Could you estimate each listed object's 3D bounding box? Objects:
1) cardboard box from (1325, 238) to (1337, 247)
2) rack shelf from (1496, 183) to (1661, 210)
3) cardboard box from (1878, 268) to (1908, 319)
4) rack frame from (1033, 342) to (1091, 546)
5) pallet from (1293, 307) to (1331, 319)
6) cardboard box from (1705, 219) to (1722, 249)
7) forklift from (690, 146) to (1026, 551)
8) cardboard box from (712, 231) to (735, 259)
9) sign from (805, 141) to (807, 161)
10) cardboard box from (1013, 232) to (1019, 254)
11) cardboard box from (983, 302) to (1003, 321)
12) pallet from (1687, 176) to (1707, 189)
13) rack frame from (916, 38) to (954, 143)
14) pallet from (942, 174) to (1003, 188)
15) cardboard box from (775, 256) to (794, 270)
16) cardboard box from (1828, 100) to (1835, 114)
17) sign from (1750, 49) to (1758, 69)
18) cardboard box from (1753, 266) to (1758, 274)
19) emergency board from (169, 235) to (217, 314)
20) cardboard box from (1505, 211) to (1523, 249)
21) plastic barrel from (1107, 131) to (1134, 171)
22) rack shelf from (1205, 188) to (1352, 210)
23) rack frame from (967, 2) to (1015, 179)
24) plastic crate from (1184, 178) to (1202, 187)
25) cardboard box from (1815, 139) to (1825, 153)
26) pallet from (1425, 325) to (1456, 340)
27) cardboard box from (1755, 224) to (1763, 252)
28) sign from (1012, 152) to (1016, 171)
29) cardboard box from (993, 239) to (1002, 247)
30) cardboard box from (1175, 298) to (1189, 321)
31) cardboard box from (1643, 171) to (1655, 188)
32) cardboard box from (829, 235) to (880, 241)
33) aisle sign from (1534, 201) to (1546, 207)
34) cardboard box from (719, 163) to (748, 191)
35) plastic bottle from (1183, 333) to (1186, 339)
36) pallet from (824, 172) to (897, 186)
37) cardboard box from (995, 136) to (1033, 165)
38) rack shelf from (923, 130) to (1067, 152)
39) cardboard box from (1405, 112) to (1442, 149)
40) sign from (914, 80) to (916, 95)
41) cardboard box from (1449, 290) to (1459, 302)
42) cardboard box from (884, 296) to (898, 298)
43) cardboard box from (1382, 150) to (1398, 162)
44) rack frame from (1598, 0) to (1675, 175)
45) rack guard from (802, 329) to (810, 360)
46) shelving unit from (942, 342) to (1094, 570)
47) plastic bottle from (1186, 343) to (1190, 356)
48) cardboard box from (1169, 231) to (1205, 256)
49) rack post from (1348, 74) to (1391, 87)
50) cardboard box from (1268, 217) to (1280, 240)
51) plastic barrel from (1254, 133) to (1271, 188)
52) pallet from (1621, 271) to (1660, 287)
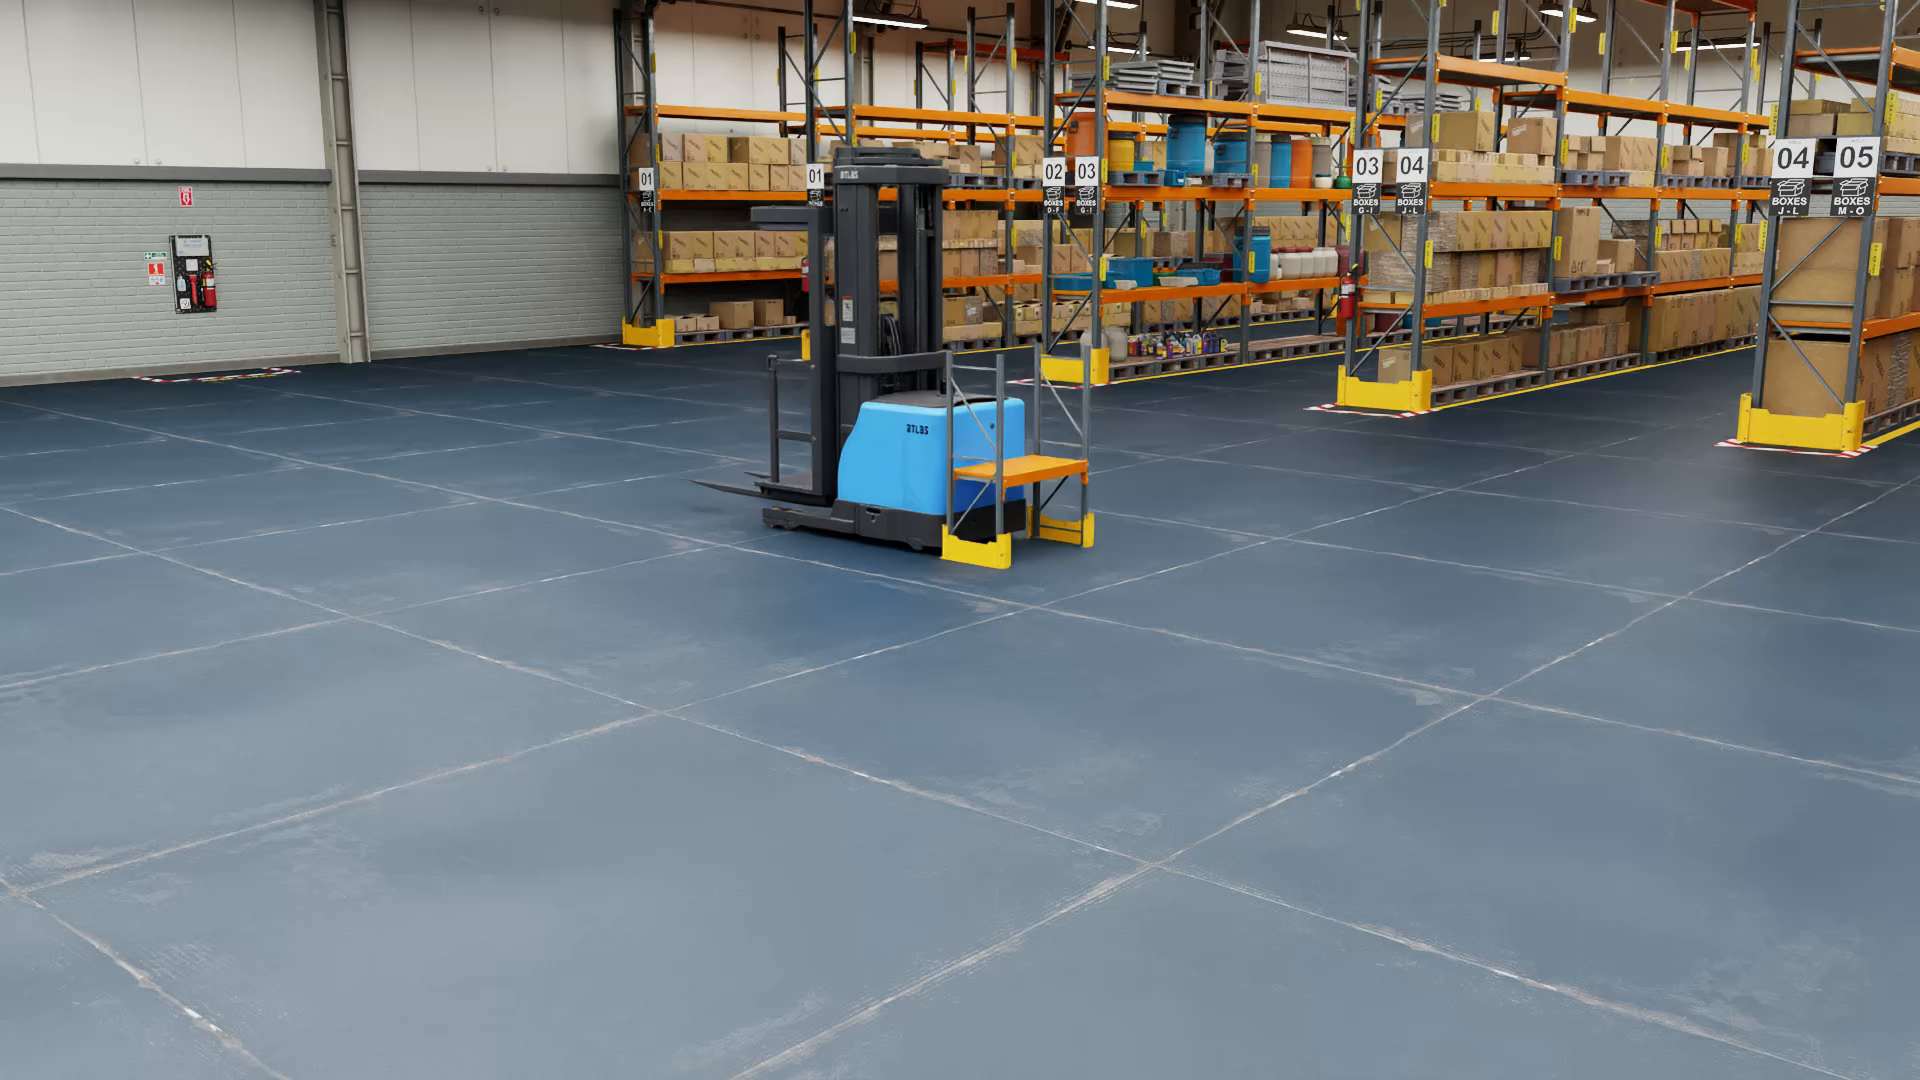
[{"bbox_3d":[8.373,-6.738,38.533,0.500,0.500,0.500,10,15,42],"label":"cardboard box"},{"bbox_3d":[9.302,-5.156,25.044,1.077,0.370,4.000,10,15,40],"label":"rack shelf"},{"bbox_3d":[10.022,-2.782,18.601,0.875,0.550,0.550,10,15,40],"label":"cardboard box"},{"bbox_3d":[0.759,-0.718,12.477,0.500,1.500,0.032,9,15,39],"label":"rack frame"},{"bbox_3d":[7.888,-5.294,38.678,1.003,0.211,1.213,10,15,40],"label":"pallet"},{"bbox_3d":[12.847,-5.366,29.103,0.797,0.503,0.637,9,15,39],"label":"cardboard box"},{"bbox_3d":[-0.934,-1.577,13.122,3.031,2.935,1.130,10,15,40],"label":"forklift"},{"bbox_3d":[-4.601,-5.558,31.297,0.500,0.500,0.500,9,14,39],"label":"cardboard box"},{"bbox_3d":[-2.496,-6.375,27.251,0.100,0.325,0.005,10,15,40],"label":"sign"},{"bbox_3d":[0.992,-6.722,37.644,0.500,0.500,0.500,10,15,42],"label":"cardboard box"},{"bbox_3d":[0.595,-4.254,30.866,0.500,0.311,0.500,10,15,40],"label":"cardboard box"},{"bbox_3d":[11.743,-5.977,27.799,1.003,0.211,1.213,11,16,43],"label":"pallet"},{"bbox_3d":[-0.540,-9.195,35.772,1.000,3.000,0.127,10,15,40],"label":"rack frame"},{"bbox_3d":[-0.001,-6.323,29.279,1.003,0.211,1.213,10,15,40],"label":"pallet"},{"bbox_3d":[-3.601,-5.420,32.519,0.500,0.250,0.500,10,15,41],"label":"cardboard box"},{"bbox_3d":[9.134,-4.622,17.815,0.380,0.149,0.250,10,15,41],"label":"cardboard box"},{"bbox_3d":[13.678,-8.291,28.657,0.100,0.325,0.005,10,15,40],"label":"sign"},{"bbox_3d":[14.395,-4.952,30.485,0.380,0.149,0.250,9,15,40],"label":"cardboard box"},{"bbox_3d":[-11.629,-4.049,25.327,0.194,1.169,0.643,10,15,40],"label":"emergency board"},{"bbox_3d":[7.232,-4.179,22.410,0.500,0.500,0.500,10,15,40],"label":"cardboard box"},{"bbox_3d":[2.278,-5.748,24.622,0.600,0.588,0.600,0,11,0],"label":"plastic barrel"},{"bbox_3d":[5.581,-5.796,28.250,1.077,0.370,4.000,10,15,40],"label":"rack shelf"},{"bbox_3d":[0.543,-7.966,29.622,1.000,3.000,0.127,10,15,40],"label":"rack frame"},{"bbox_3d":[3.505,-5.437,25.288,0.243,0.136,0.396,10,15,40],"label":"plastic crate"},{"bbox_3d":[8.965,-4.194,17.706,0.380,0.149,0.250,10,15,40],"label":"cardboard box"},{"bbox_3d":[9.001,-4.085,32.625,1.003,0.211,1.213,10,15,40],"label":"pallet"},{"bbox_3d":[14.442,-5.546,30.530,0.500,0.500,0.500,9,15,39],"label":"cardboard box"},{"bbox_3d":[0.961,-6.716,29.499,0.100,0.325,0.005,10,15,40],"label":"sign"},{"bbox_3d":[0.524,-5.324,29.797,0.380,0.149,0.250,10,15,40],"label":"cardboard box"},{"bbox_3d":[4.375,-4.784,34.263,0.500,0.500,0.500,10,15,40],"label":"cardboard box"},{"bbox_3d":[10.493,-5.627,25.952,0.500,0.250,0.500,10,15,40],"label":"cardboard box"},{"bbox_3d":[-1.745,-5.196,27.500,0.700,0.500,0.500,10,15,41],"label":"cardboard box"},{"bbox_3d":[12.450,-7.397,35.448,0.394,0.787,0.004,10,15,40],"label":"aisle sign"},{"bbox_3d":[-4.354,-6.855,31.411,0.500,0.500,0.500,11,16,44],"label":"cardboard box"},{"bbox_3d":[3.609,-3.212,26.948,0.061,0.283,0.133,10,15,40],"label":"plastic bottle"},{"bbox_3d":[-1.611,-5.964,27.482,1.003,0.211,1.213,10,15,40],"label":"pallet"},{"bbox_3d":[0.980,-7.081,30.244,0.500,0.500,0.500,10,15,41],"label":"cardboard box"},{"bbox_3d":[0.780,-8.940,37.355,1.077,0.370,4.000,10,15,40],"label":"rack shelf"},{"bbox_3d":[6.174,-5.326,21.771,0.500,0.500,0.500,10,15,40],"label":"cardboard box"},{"bbox_3d":[-0.960,-9.802,36.021,0.100,0.325,0.005,10,15,40],"label":"sign"},{"bbox_3d":[6.214,-3.151,21.471,0.380,0.149,0.250,10,15,40],"label":"cardboard box"},{"bbox_3d":[-0.987,-4.001,29.119,0.500,0.500,0.500,10,15,40],"label":"cardboard box"},{"bbox_3d":[5.290,-4.829,20.936,0.380,0.149,0.250,10,15,40],"label":"cardboard box"},{"bbox_3d":[10.622,-7.274,26.153,1.000,3.000,0.127,10,15,40],"label":"rack frame"},{"bbox_3d":[-2.113,-3.207,27.490,1.175,0.500,0.348,10,15,40],"label":"rack guard"},{"bbox_3d":[0.436,-0.643,12.103,0.587,1.500,1.083,9,15,39],"label":"shelving unit"},{"bbox_3d":[3.545,-2.975,25.969,0.097,0.201,0.097,0,11,0],"label":"plastic bottle"},{"bbox_3d":[4.704,-6.189,34.710,0.700,0.500,0.500,6,13,26],"label":"cardboard box"},{"bbox_3d":[7.342,-8.294,29.946,0.624,0.289,0.986,10,15,40],"label":"rack post"},{"bbox_3d":[6.686,-6.850,36.540,0.500,0.500,0.500,9,15,39],"label":"cardboard box"},{"bbox_3d":[4.866,-6.299,27.654,0.600,0.901,0.600,0,11,0],"label":"plastic barrel"},{"bbox_3d":[10.232,-4.119,26.165,1.213,0.211,1.003,10,15,40],"label":"pallet"}]
